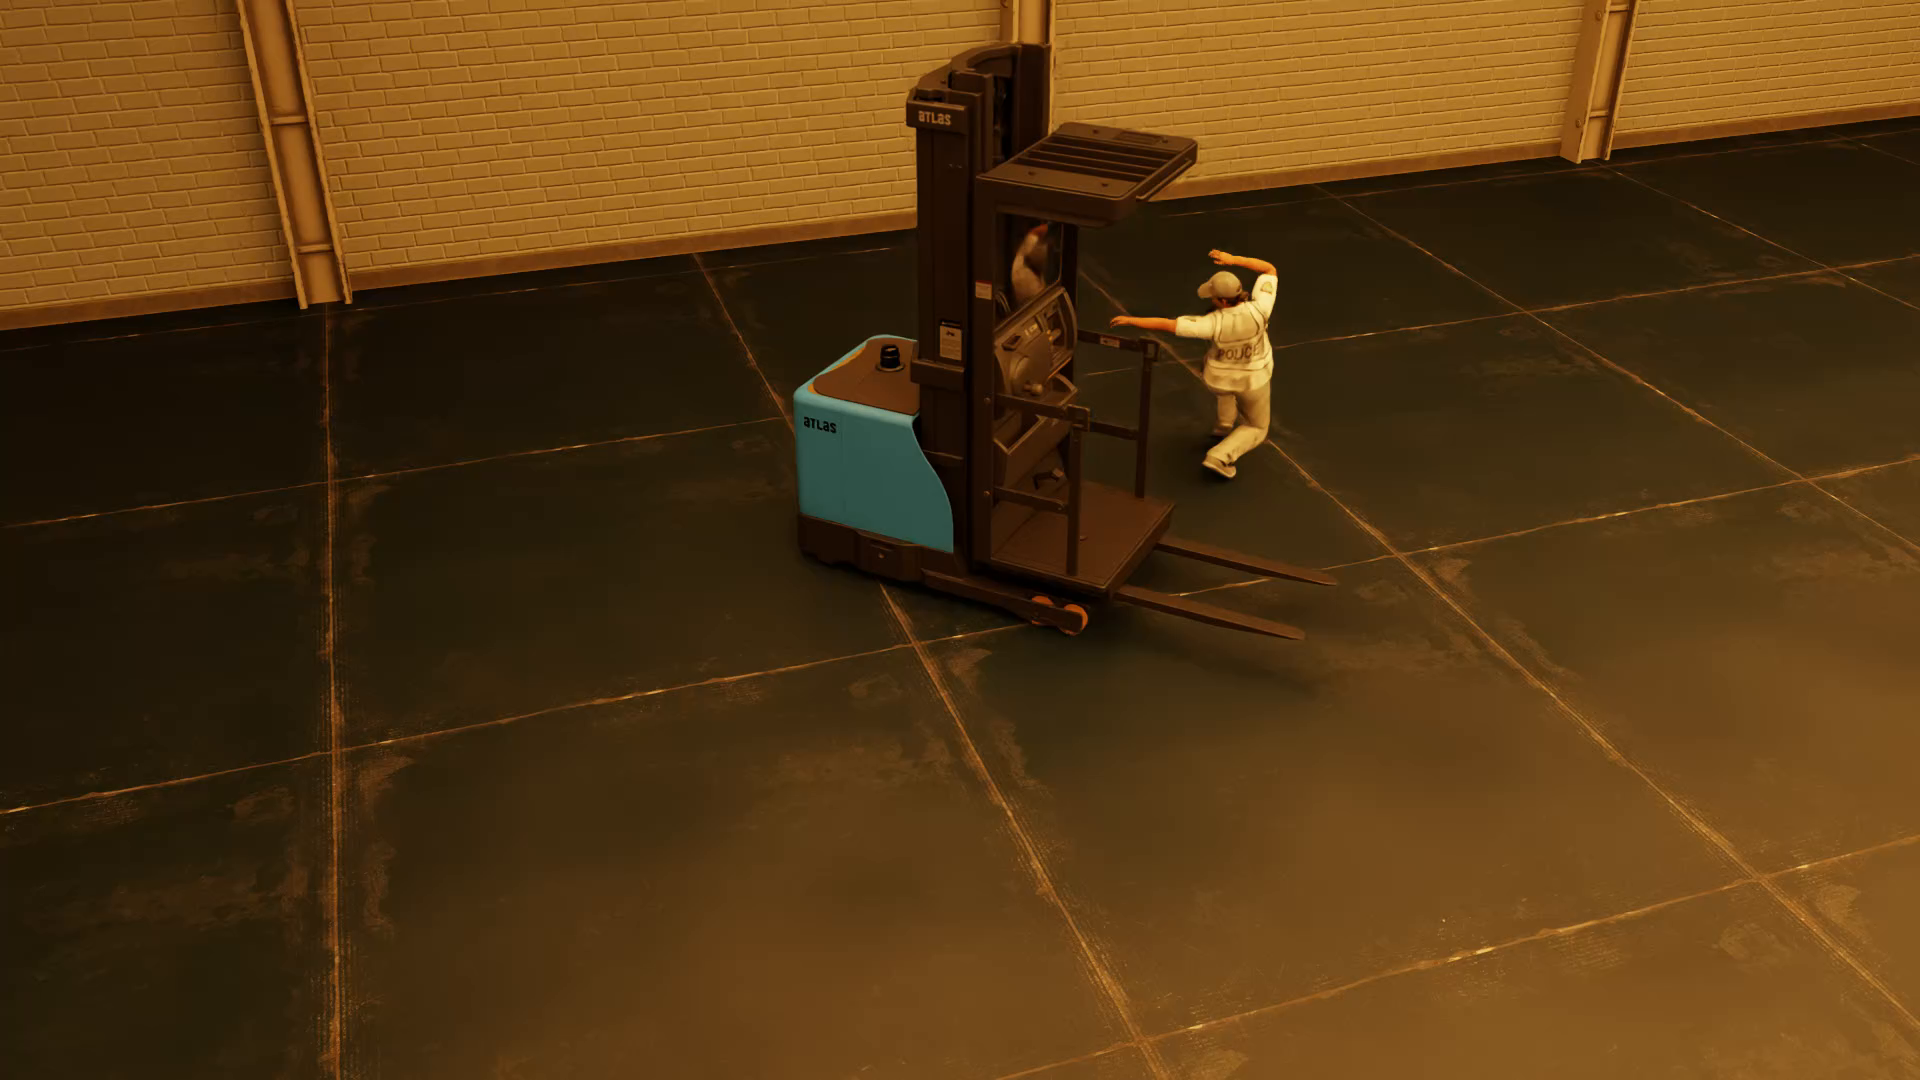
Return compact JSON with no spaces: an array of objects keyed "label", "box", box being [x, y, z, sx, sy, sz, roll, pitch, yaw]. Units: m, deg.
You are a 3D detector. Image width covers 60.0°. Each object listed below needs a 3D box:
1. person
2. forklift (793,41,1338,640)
[{"label":"person","box":[1.520,-1.184,10.689,1.007,1.437,0.857,11,32,18]},{"label":"forklift","box":[0.593,-1.052,8.915,3.031,2.935,1.130,14,33,23]}]
